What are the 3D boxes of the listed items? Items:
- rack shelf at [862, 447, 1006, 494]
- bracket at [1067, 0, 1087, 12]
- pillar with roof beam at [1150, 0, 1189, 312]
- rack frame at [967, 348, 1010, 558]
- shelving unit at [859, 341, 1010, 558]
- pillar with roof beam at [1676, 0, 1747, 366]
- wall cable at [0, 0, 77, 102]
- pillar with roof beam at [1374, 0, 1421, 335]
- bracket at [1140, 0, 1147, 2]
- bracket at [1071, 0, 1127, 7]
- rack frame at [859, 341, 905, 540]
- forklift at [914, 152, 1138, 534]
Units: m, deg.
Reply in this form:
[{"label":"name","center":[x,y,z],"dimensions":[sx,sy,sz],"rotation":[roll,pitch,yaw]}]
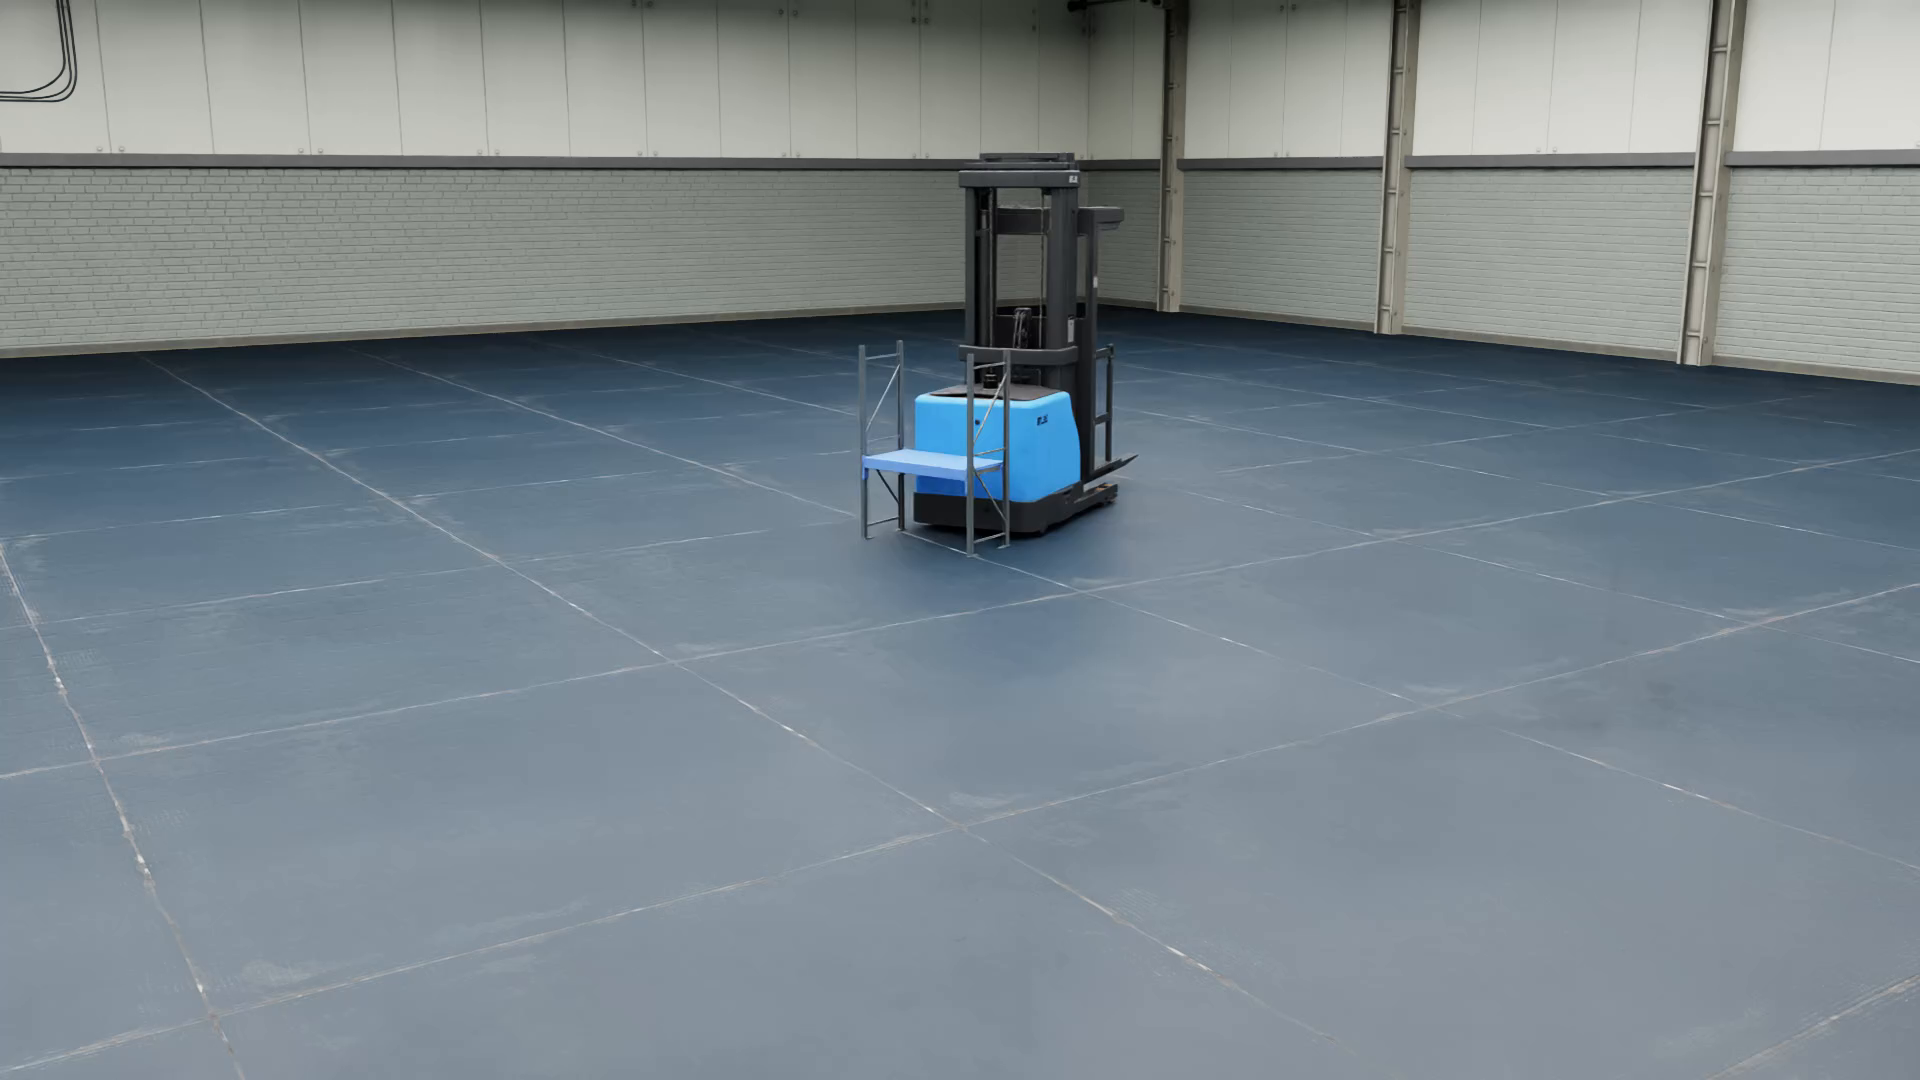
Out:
[{"label":"rack shelf","center":[-0.196,-0.534,12.637],"dimensions":[1.000,0.185,0.538],"rotation":[9,15,36]},{"label":"bracket","center":[2.502,-11.372,35.372],"dimensions":[0.235,0.232,0.430],"rotation":[-8,15,-33]},{"label":"pillar with roof beam","center":[0.757,-8.650,31.354],"dimensions":[9.100,9.000,0.548],"rotation":[-8,15,-33]},{"label":"rack frame","center":[0.211,-0.645,12.301],"dimensions":[0.032,1.500,0.500],"rotation":[9,15,36]},{"label":"shelving unit","center":[-0.196,-0.710,12.598],"dimensions":[1.048,1.500,0.538],"rotation":[9,15,36]},{"label":"pillar with roof beam","center":[7.405,-6.516,21.595],"dimensions":[9.100,9.000,0.400],"rotation":[-8,15,-33]},{"label":"wall cable","center":[-14.502,-8.894,24.508],"dimensions":[2.305,6.003,0.169],"rotation":[-8,15,-33]},{"label":"pillar with roof beam","center":[4.081,-7.583,26.474],"dimensions":[9.100,9.000,0.400],"rotation":[-8,15,-33]},{"label":"bracket","center":[3.815,-10.950,33.445],"dimensions":[0.235,0.232,0.430],"rotation":[-8,15,-33]},{"label":"bracket","center":[2.829,-11.266,34.892],"dimensions":[0.076,0.066,3.189],"rotation":[-8,15,-33]},{"label":"rack frame","center":[-0.603,-0.775,12.896],"dimensions":[0.032,1.500,0.500],"rotation":[9,15,36]},{"label":"forklift","center":[0.712,-1.749,14.000],"dimensions":[1.130,2.935,3.031],"rotation":[6,14,24]}]
